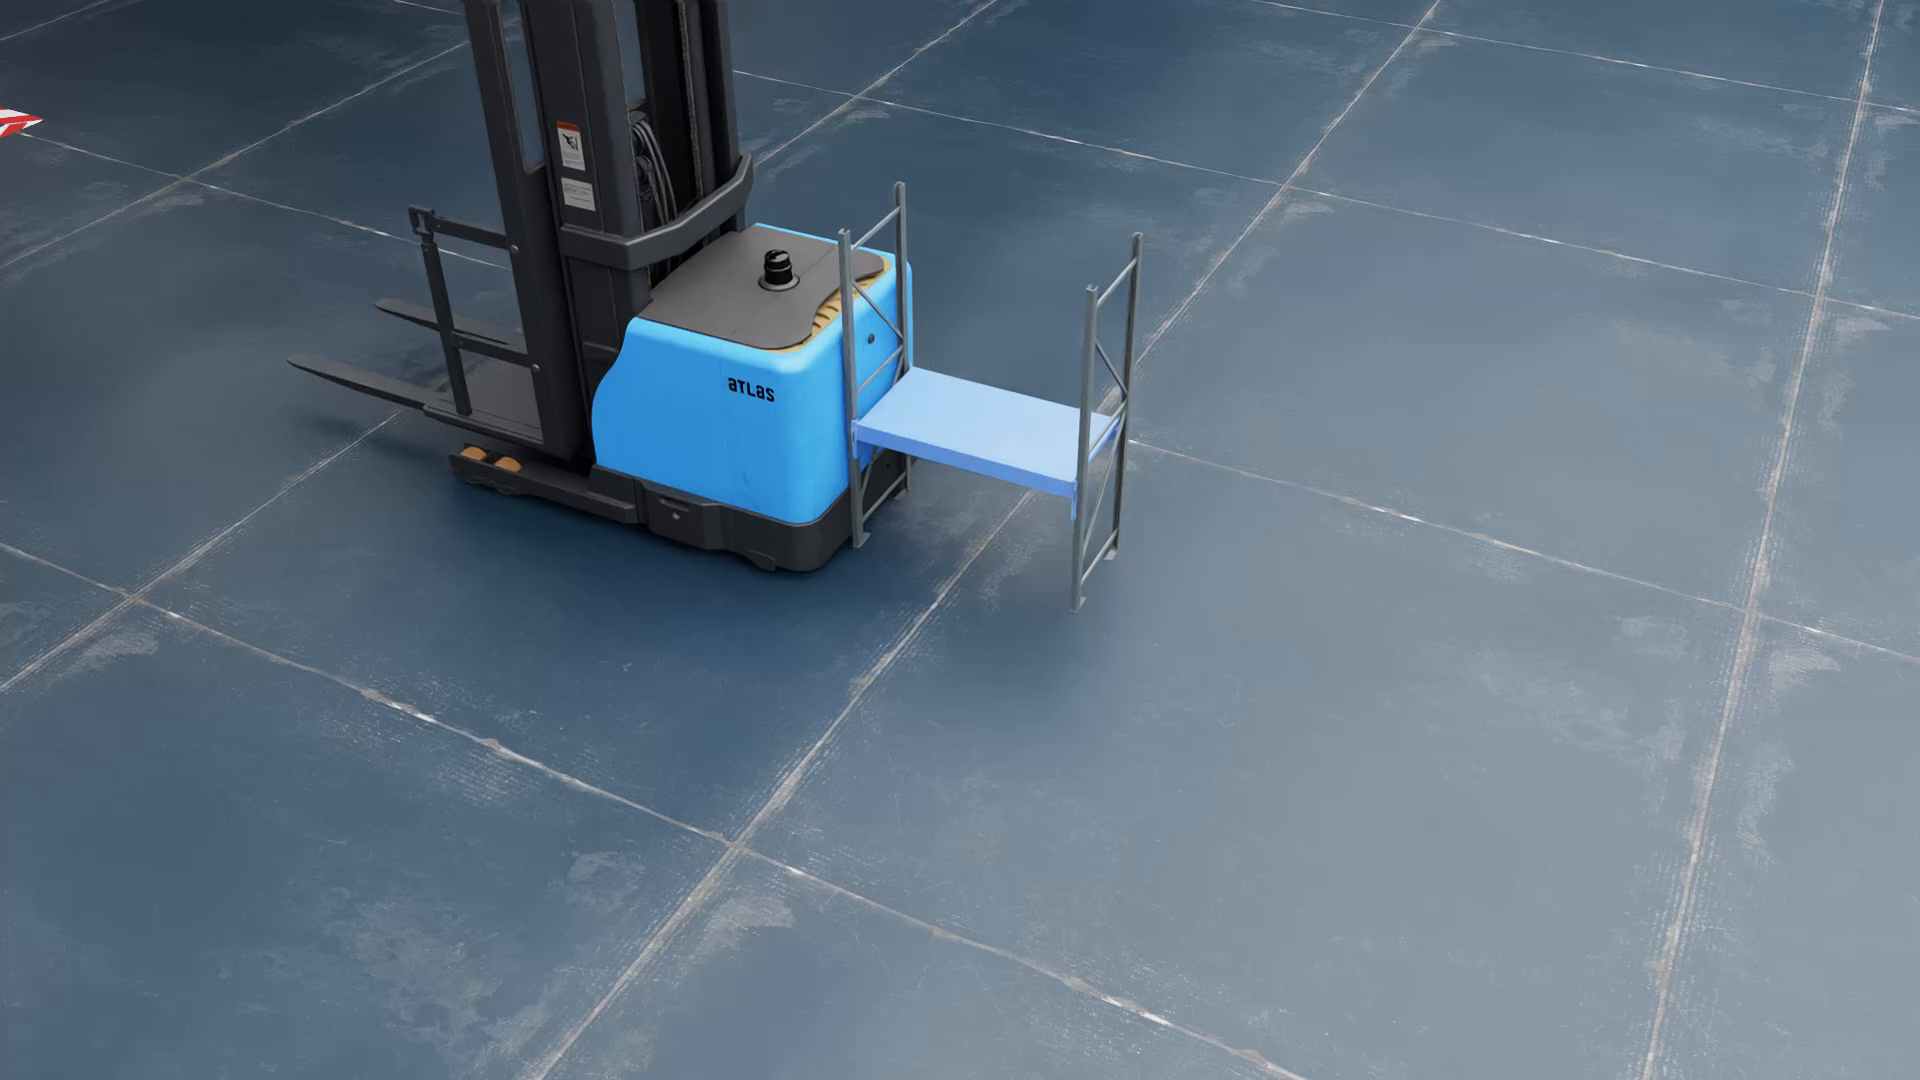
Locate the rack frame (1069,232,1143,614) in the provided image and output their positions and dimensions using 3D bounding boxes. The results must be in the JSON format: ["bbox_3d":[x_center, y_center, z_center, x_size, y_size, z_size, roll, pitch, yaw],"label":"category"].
[{"bbox_3d":[0.573,-0.431,6.578,0.032,1.500,0.500,16,40,20],"label":"rack frame"}]

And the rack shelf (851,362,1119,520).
[{"bbox_3d":[0.116,-0.422,6.863,1.000,0.185,0.538,16,40,20],"label":"rack shelf"}]

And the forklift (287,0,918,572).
[{"bbox_3d":[-1.746,-1.641,6.988,3.031,2.935,1.130,16,40,20],"label":"forklift"}]

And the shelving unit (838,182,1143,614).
[{"bbox_3d":[0.116,-0.565,6.754,1.048,1.500,0.538,16,40,20],"label":"shelving unit"}]

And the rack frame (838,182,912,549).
[{"bbox_3d":[-0.342,-0.699,6.930,0.032,1.500,0.500,16,40,20],"label":"rack frame"}]
